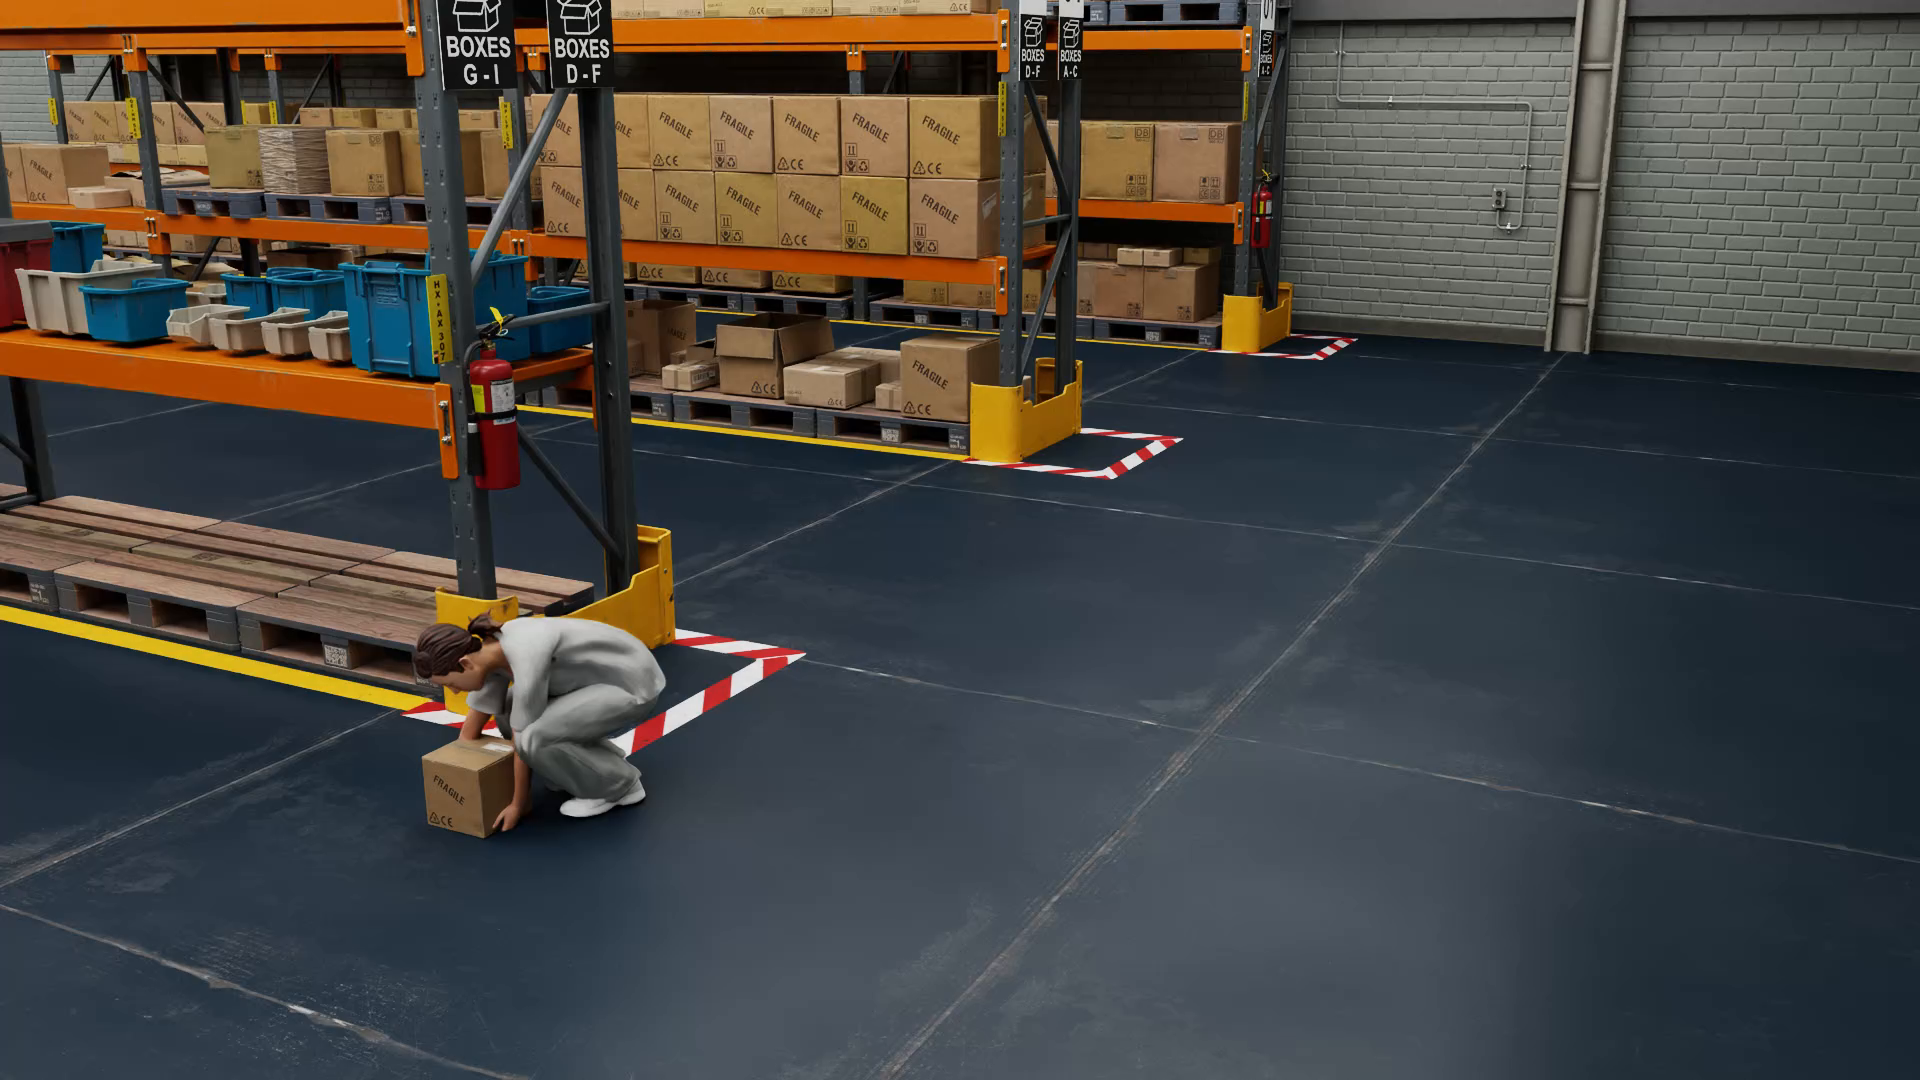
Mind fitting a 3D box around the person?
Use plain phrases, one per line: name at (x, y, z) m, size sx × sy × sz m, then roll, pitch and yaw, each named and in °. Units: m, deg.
person at (-1.432, 0.597, 5.730) m, size 0.840 × 0.813 × 0.468 m, roll -8°, pitch 18°, yaw -26°
